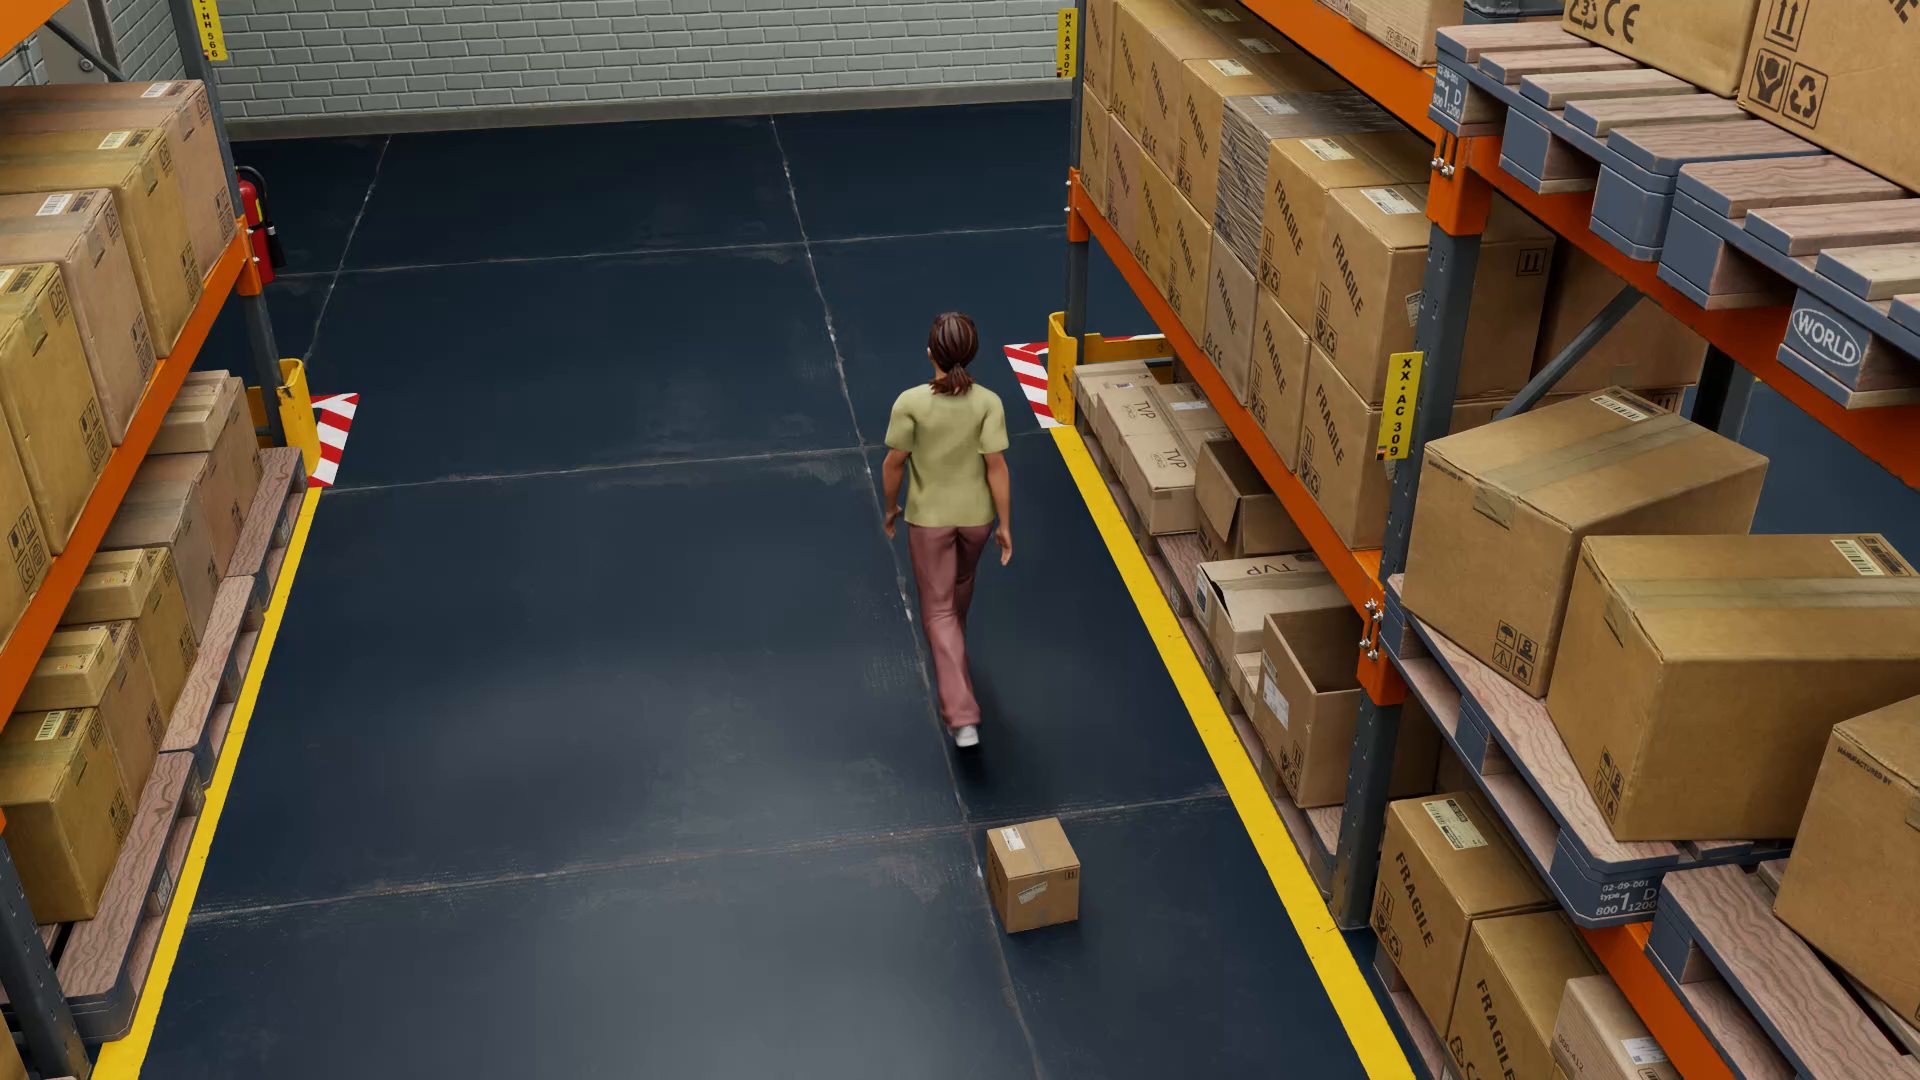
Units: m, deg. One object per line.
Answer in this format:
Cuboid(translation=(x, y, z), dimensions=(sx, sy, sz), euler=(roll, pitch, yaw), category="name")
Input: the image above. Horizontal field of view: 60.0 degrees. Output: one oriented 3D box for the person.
Cuboid(translation=(-0.051, -0.073, 6.274), dimensions=(0.461, 1.620, 1.037), euler=(-6, 31, -10), category="person")
